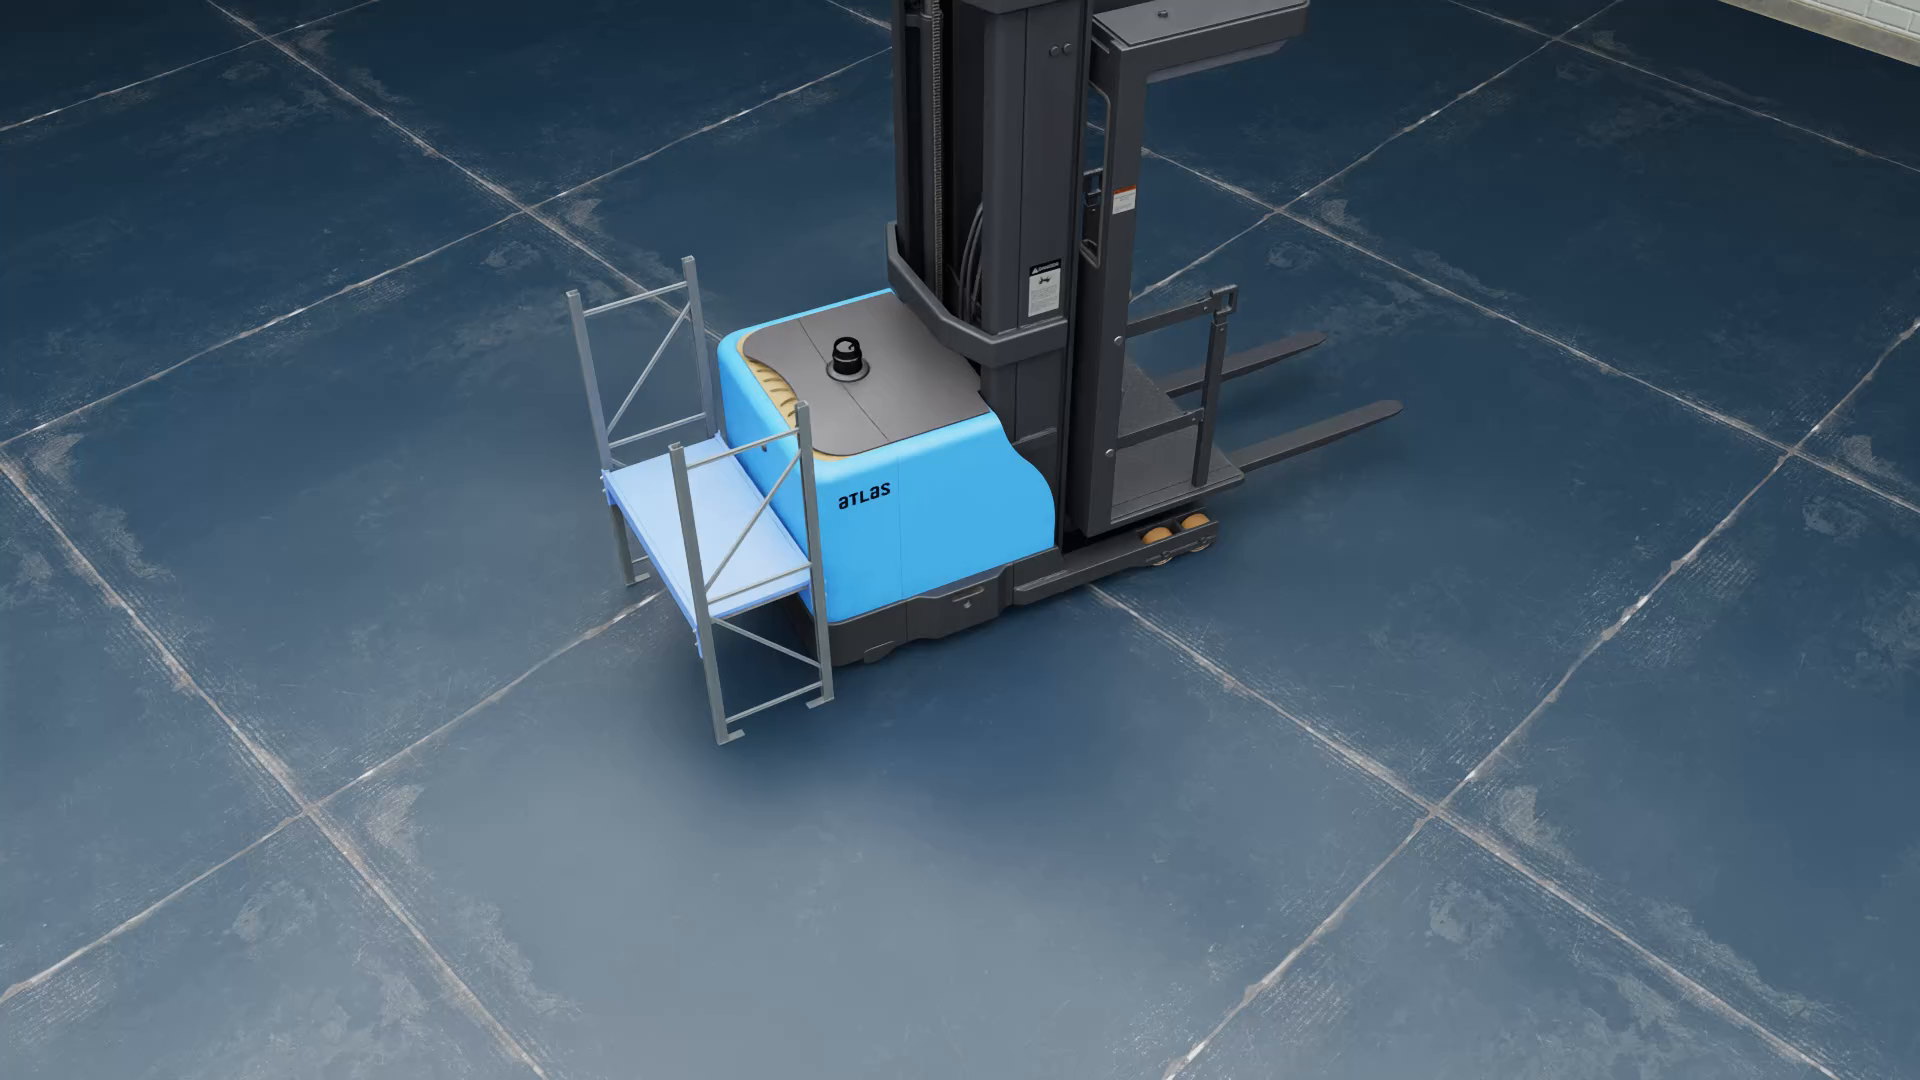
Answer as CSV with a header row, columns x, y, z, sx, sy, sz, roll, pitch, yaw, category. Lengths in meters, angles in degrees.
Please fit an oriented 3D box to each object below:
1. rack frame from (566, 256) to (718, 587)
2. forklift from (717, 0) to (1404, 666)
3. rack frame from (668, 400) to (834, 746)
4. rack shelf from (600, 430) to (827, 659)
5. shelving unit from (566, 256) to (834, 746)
x,y,z,sx,sy,sz,roll,pitch,yaw,category
-1.227,-0.440,6.736,0.500,1.500,0.032,-21,47,-21,rack frame
0.561,-1.269,6.581,3.031,2.935,1.130,-19,46,-19,forklift
-0.735,0.164,6.083,0.500,1.500,0.032,-21,47,-21,rack frame
-0.980,-0.007,6.532,0.538,0.185,1.000,-21,47,-21,rack shelf
-0.981,-0.138,6.409,0.538,1.500,1.048,-21,47,-21,shelving unit
